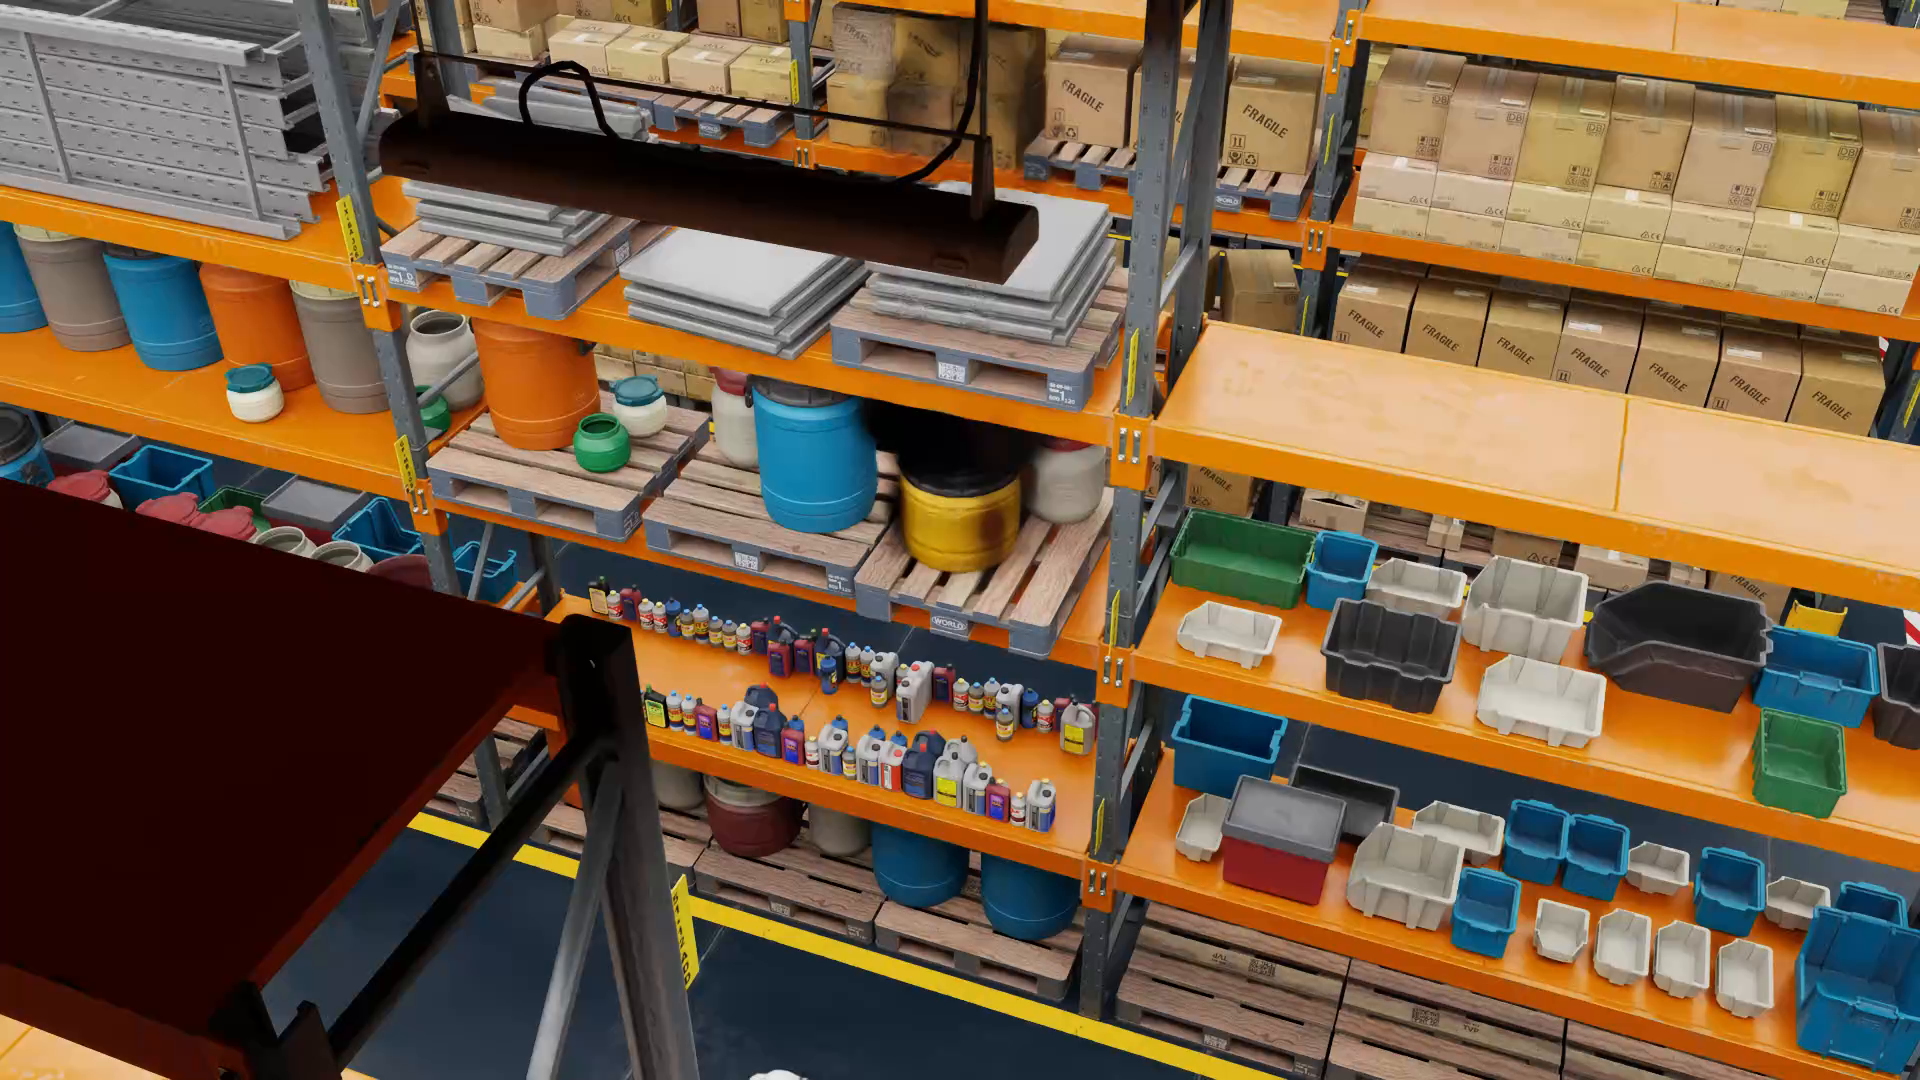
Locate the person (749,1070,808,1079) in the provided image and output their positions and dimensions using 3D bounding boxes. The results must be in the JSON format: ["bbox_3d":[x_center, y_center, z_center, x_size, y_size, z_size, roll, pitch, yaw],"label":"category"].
[{"bbox_3d":[-0.730,3.063,7.713,0.930,1.812,0.672,6,37,9],"label":"person"}]
